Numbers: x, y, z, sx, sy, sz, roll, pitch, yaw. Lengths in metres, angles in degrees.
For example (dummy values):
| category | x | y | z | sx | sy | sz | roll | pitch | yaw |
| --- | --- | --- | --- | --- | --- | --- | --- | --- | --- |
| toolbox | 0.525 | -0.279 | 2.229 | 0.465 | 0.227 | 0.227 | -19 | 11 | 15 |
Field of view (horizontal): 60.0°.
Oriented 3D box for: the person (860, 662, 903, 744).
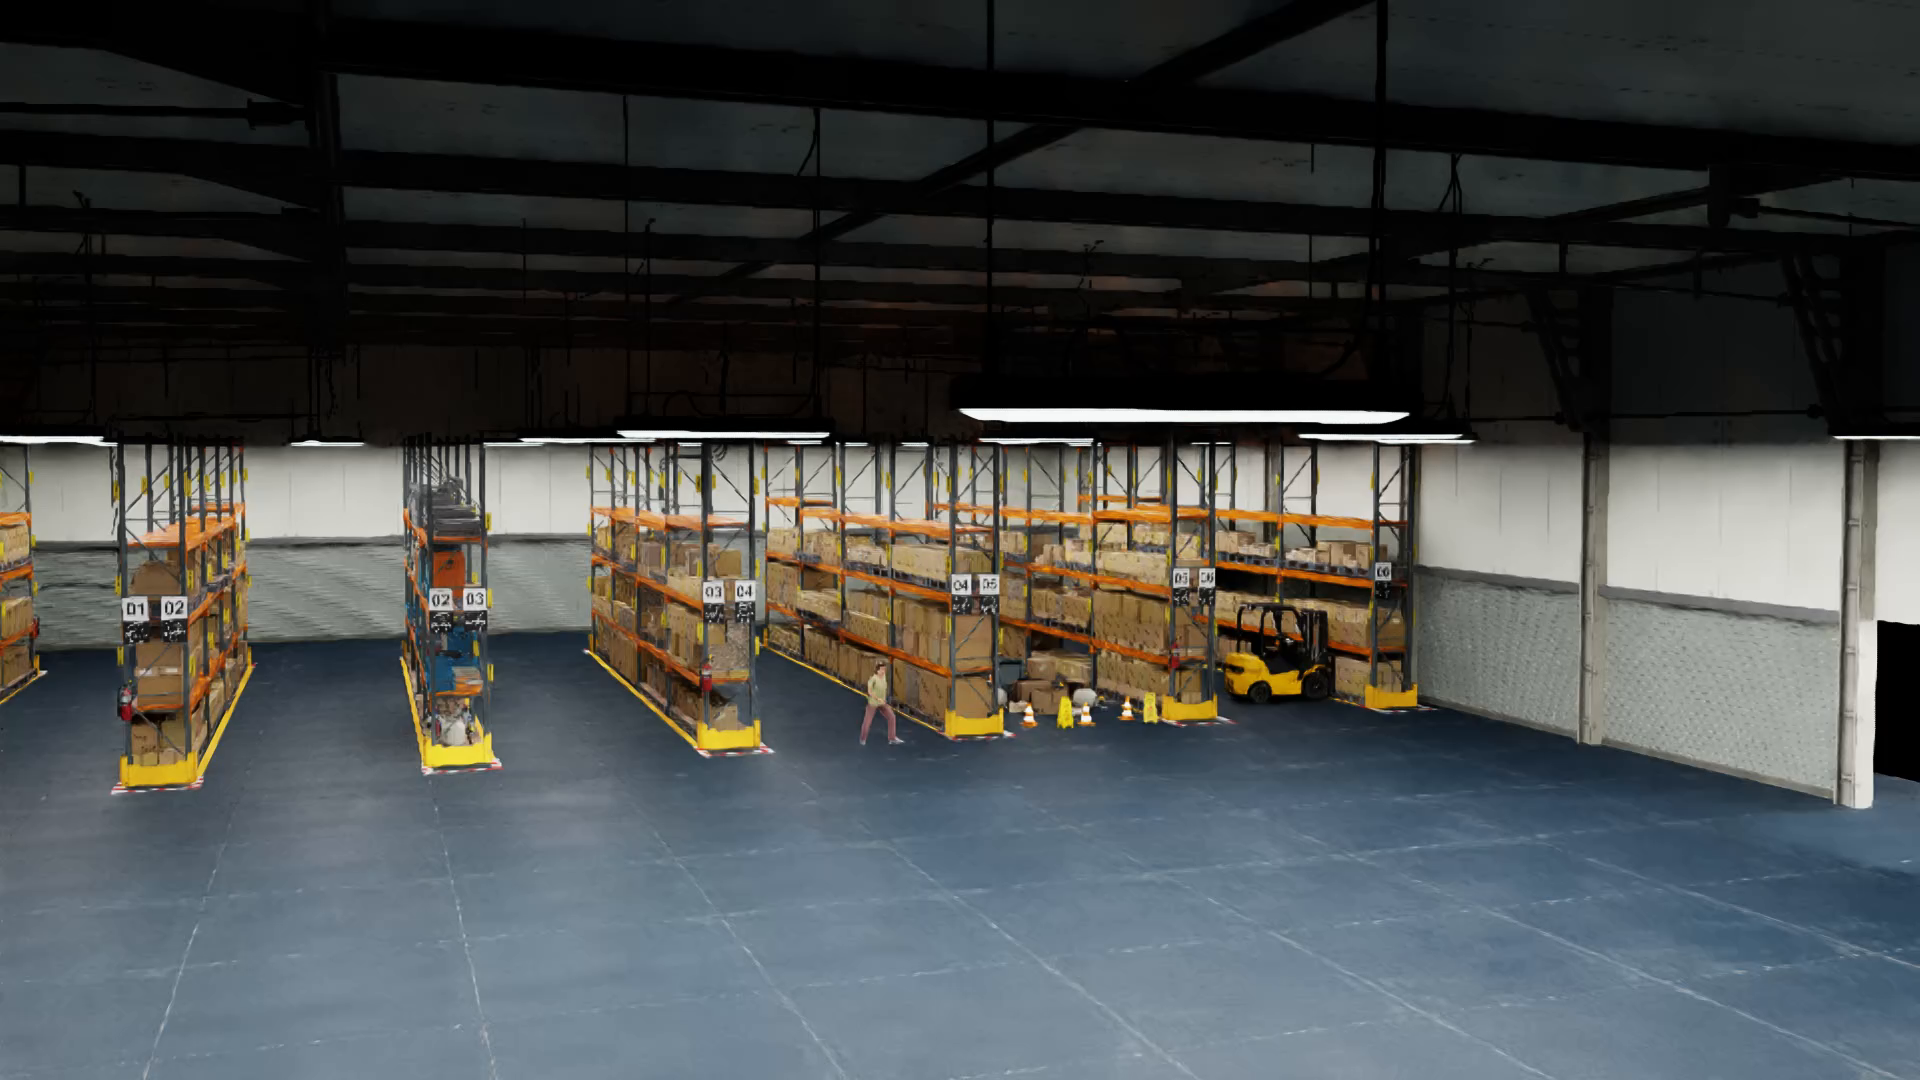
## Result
| category | x | y | z | sx | sy | sz | roll | pitch | yaw |
| --- | --- | --- | --- | --- | --- | --- | --- | --- | --- |
| person | -1.574 | 3.136 | 32.012 | 0.626 | 1.610 | 0.799 | -3 | 4 | -38 |
